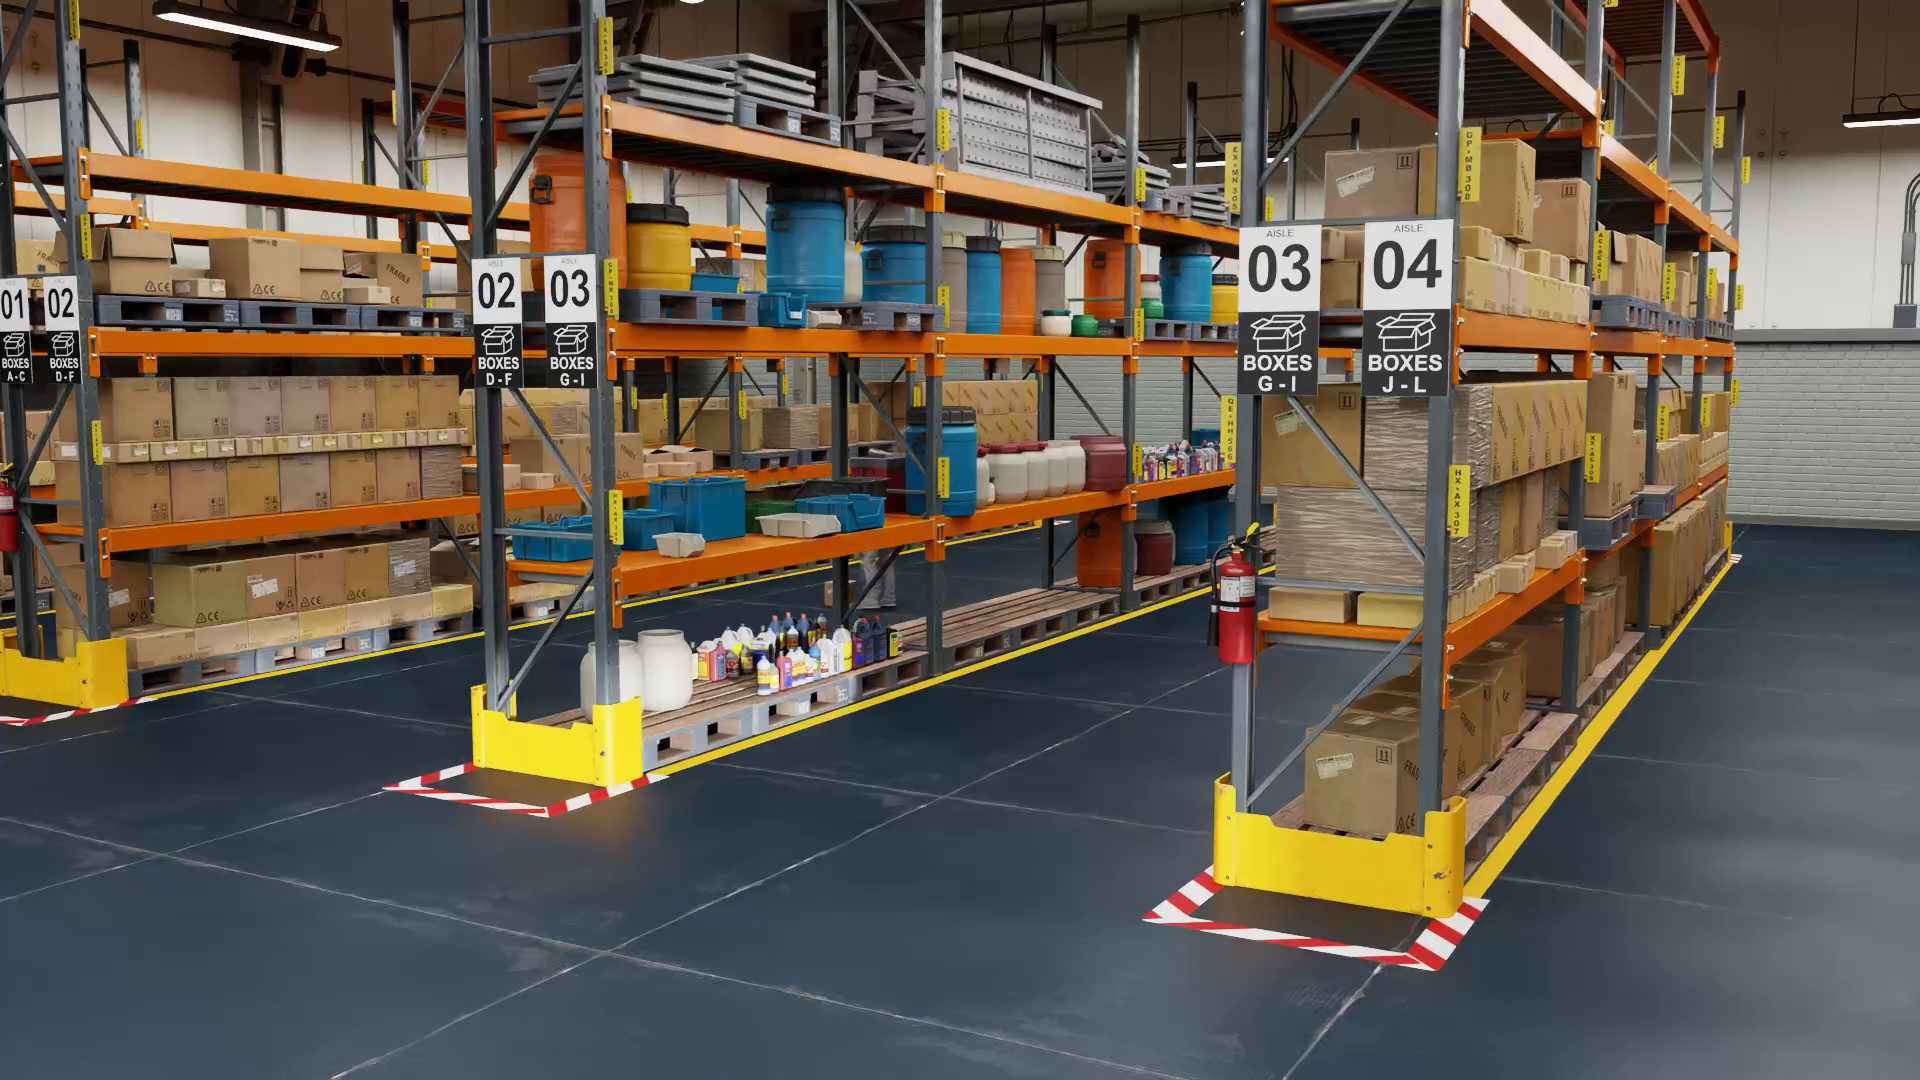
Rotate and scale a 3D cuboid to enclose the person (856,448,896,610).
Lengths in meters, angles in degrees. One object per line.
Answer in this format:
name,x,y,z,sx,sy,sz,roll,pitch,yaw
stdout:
person,-0.878,-0.115,17.394,0.362,1.691,0.482,4,7,30
